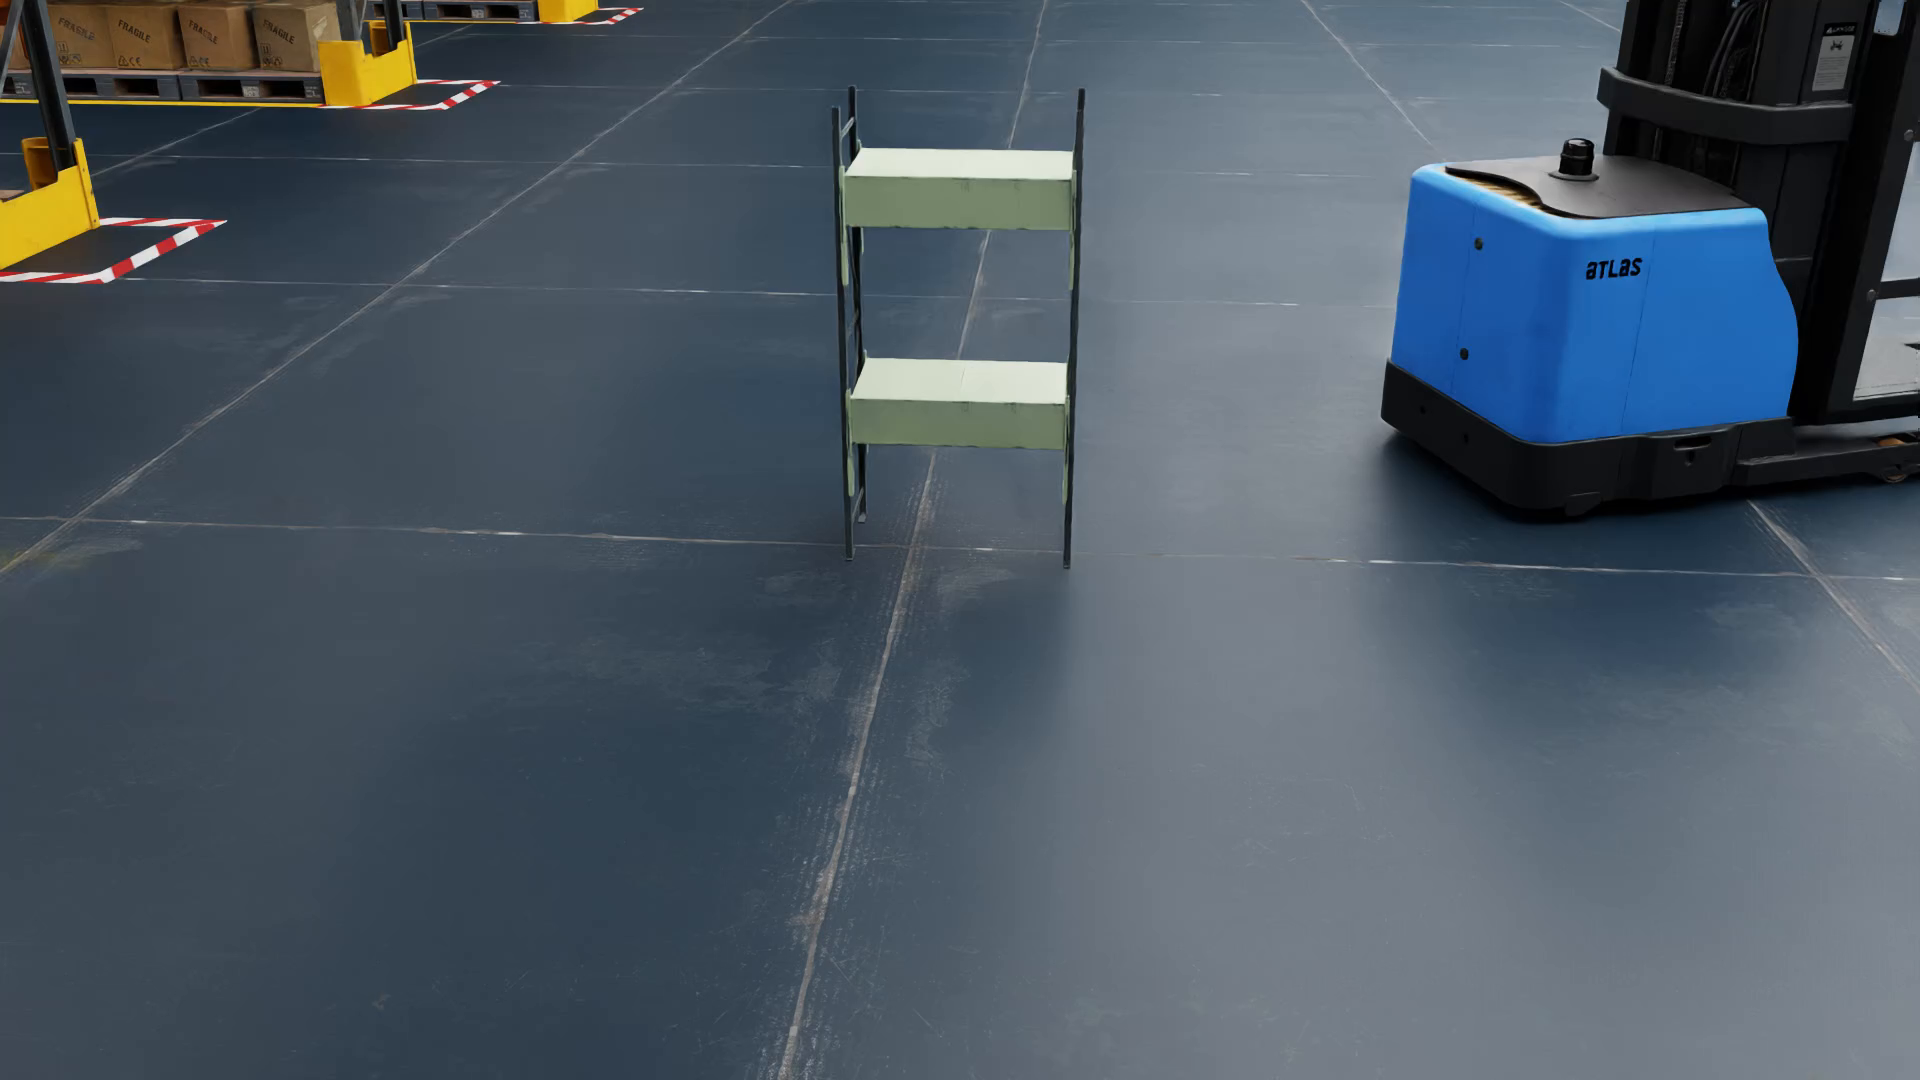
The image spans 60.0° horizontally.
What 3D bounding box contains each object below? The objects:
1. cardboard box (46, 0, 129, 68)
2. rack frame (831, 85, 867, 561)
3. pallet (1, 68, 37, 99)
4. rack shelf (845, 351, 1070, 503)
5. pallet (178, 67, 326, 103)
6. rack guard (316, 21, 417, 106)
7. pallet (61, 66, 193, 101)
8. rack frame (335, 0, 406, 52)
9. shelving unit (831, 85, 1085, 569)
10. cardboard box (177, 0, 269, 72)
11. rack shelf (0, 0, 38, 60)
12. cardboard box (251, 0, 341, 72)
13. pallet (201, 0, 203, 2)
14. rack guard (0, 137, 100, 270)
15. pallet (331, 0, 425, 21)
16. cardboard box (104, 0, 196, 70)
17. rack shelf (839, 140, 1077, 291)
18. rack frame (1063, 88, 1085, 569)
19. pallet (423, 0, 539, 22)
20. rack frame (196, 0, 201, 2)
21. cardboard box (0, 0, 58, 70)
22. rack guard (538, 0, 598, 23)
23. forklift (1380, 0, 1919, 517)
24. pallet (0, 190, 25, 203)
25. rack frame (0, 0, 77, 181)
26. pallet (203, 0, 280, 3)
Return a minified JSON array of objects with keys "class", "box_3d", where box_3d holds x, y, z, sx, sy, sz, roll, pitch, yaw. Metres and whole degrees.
[{"class":"cardboard box","box_3d":[-7.192,-4.220,13.820,0.500,0.500,0.500,0,25,-1]},{"class":"rack frame","box_3d":[-0.358,-0.693,5.462,0.023,1.500,0.400,2,25,4]},{"class":"pallet","box_3d":[-8.112,-3.923,14.023,1.213,0.211,1.003,2,25,4]},{"class":"rack shelf","box_3d":[0.007,-0.385,5.572,0.720,0.370,0.431,2,25,4]},{"class":"pallet","box_3d":[-5.679,-3.845,13.853,1.213,0.211,1.003,2,25,4]},{"class":"rack guard","box_3d":[-4.872,-3.935,13.704,0.348,0.500,1.175,2,25,4]},{"class":"pallet","box_3d":[-6.892,-3.885,13.940,1.213,0.211,1.003,2,25,4]},{"class":"rack frame","box_3d":[-4.796,-5.068,13.176,0.127,3.000,1.000,2,25,4]},{"class":"shelving unit","box_3d":[0.007,-0.681,5.436,0.755,1.500,0.431,2,25,4]},{"class":"cardboard box","box_3d":[-6.016,-4.155,13.680,0.500,0.500,0.500,8,26,18]},{"class":"rack shelf","box_3d":[-7.169,-2.741,8.980,4.000,0.370,1.077,2,25,4]},{"class":"cardboard box","box_3d":[-5.417,-4.151,13.670,0.500,0.500,0.500,6,25,14]},{"class":"pallet","box_3d":[-9.079,-5.987,18.509,1.213,0.211,1.003,2,25,4]},{"class":"rack guard","box_3d":[-5.254,-1.851,9.175,0.348,0.500,1.175,2,25,4]},{"class":"pallet","box_3d":[-6.332,-5.899,18.317,1.213,0.211,1.003,2,25,4]},{"class":"cardboard box","box_3d":[-6.638,-4.183,13.741,0.500,0.500,0.500,4,25,9]},{"class":"rack shelf","box_3d":[0.007,-1.036,5.273,0.720,0.370,0.431,2,25,4]},{"class":"rack frame","box_3d":[0.372,-0.669,5.411,0.023,1.500,0.400,2,25,4]},{"class":"pallet","box_3d":[-5.119,-5.859,18.230,1.213,0.211,1.003,2,25,4]},{"class":"rack frame","box_3d":[-8.304,-7.260,17.940,0.127,3.000,1.000,2,25,4]},{"class":"cardboard box","box_3d":[-7.817,-4.207,13.792,0.500,0.500,0.500,10,27,21]},{"class":"rack guard","box_3d":[-4.291,-5.996,18.183,0.348,0.500,1.175,2,25,4]},{"class":"forklift","box_3d":[3.256,-1.749,6.044,3.031,2.935,1.130,-7,26,-15]},{"class":"pallet","box_3d":[-6.064,-1.748,9.297,1.213,0.211,1.003,2,25,4]},{"class":"rack frame","box_3d":[-5.175,-3.004,8.690,0.127,3.000,1.000,2,25,4]},{"class":"pallet","box_3d":[-7.551,-5.937,18.399,1.213,0.211,1.003,2,25,4]}]
